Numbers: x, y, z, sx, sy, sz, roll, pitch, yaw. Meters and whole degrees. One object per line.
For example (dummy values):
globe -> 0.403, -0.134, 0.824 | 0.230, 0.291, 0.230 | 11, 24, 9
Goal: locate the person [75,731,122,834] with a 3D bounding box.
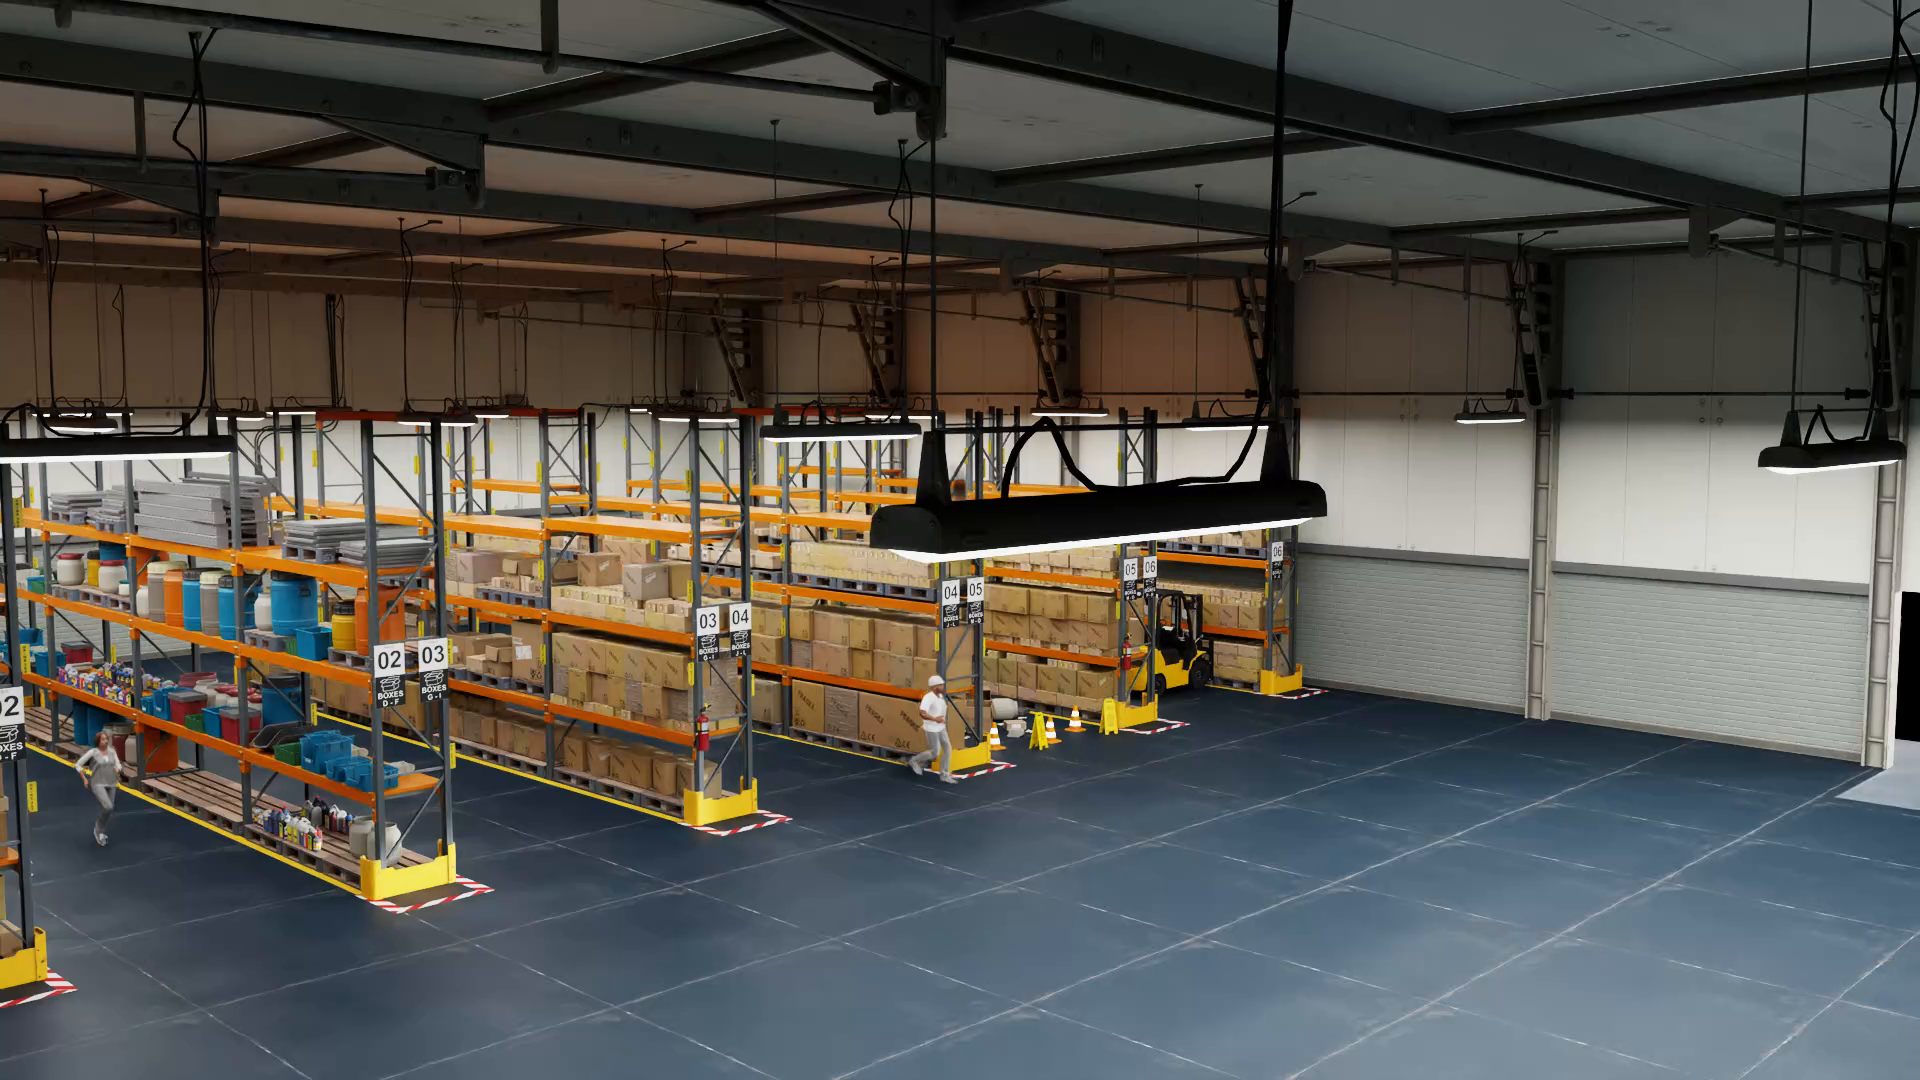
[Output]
person -> -11.988, 3.407, 23.267 | 0.662, 1.468, 0.506 | 3, 6, 30

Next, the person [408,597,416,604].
person -> -12.471, 2.128, 37.734 | 0.751, 1.806, 0.810 | -2, 5, -20

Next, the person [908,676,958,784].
person -> -0.438, 3.076, 27.033 | 0.853, 1.761, 0.701 | 2, 6, 25
